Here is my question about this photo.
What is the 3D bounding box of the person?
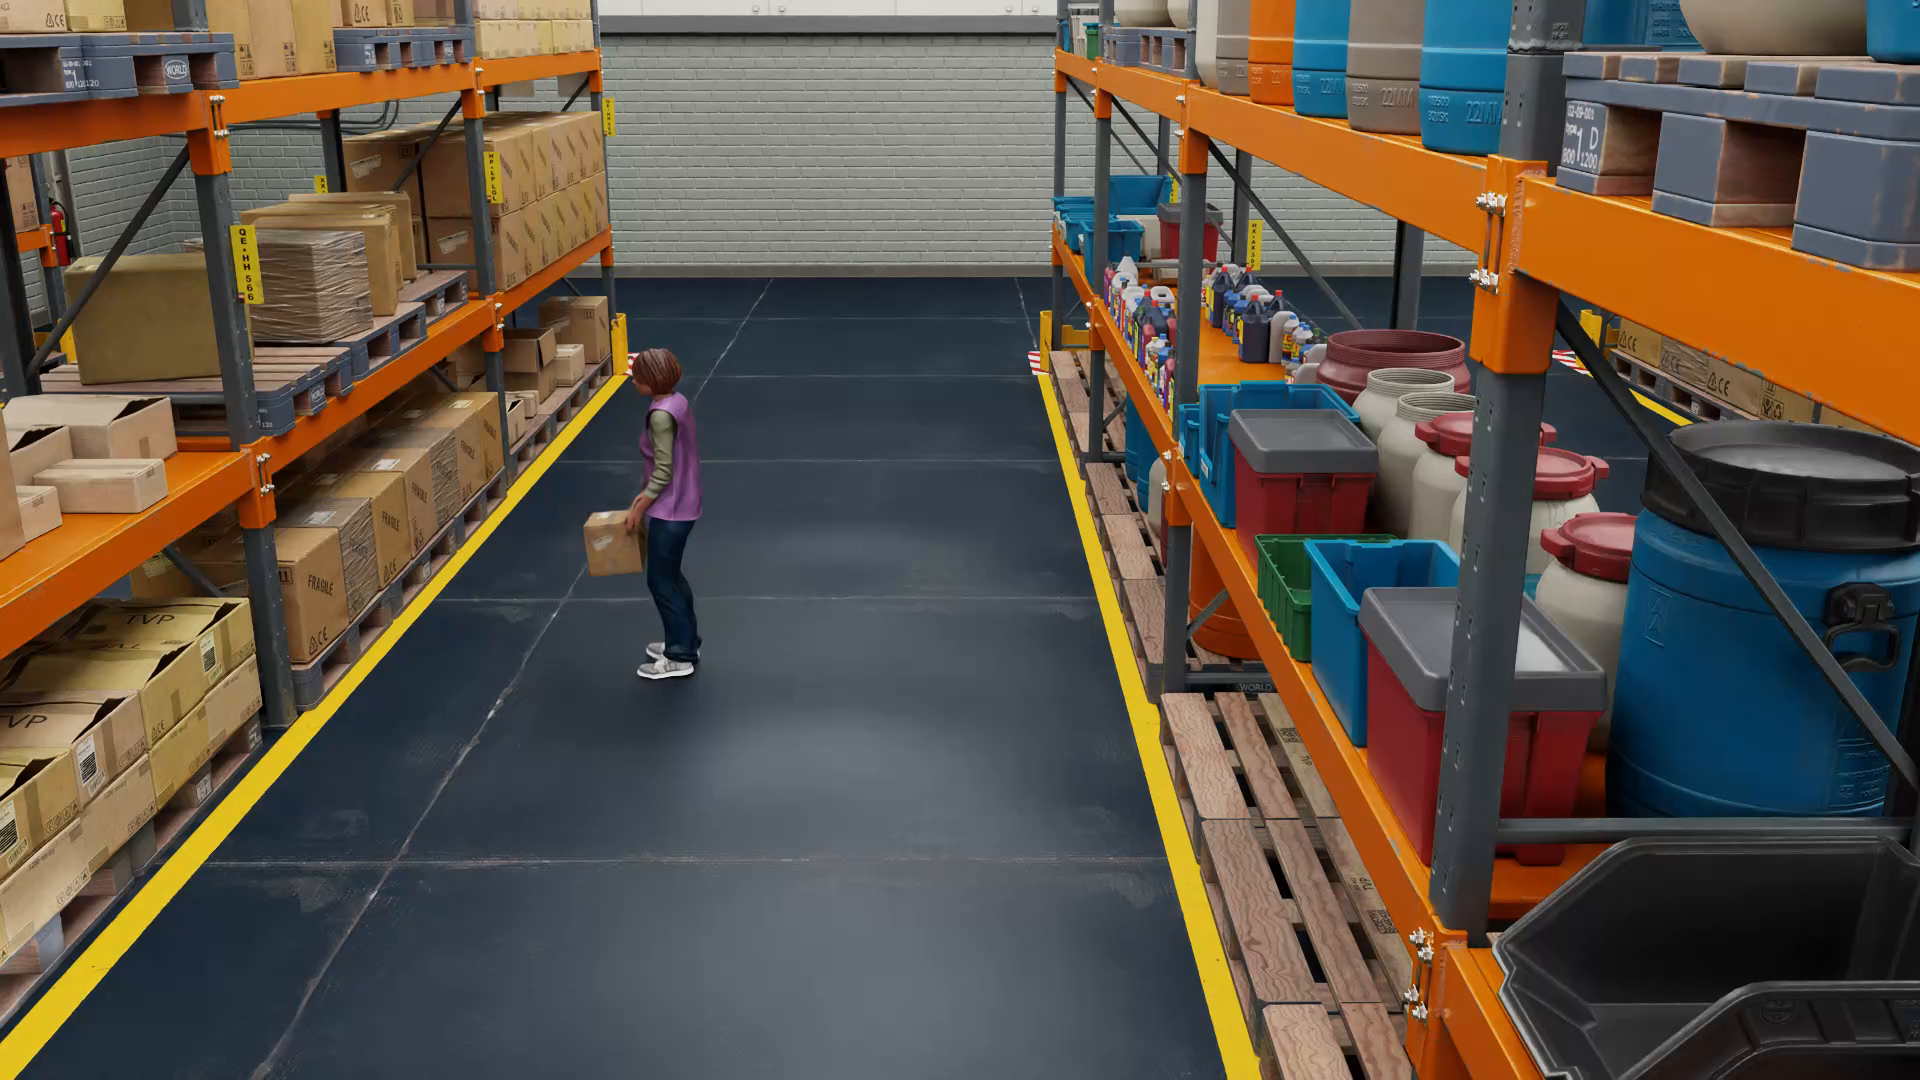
[{"bbox_3d":[-1.415,-0.131,7.971,0.359,1.601,0.446,-1,17,-2],"label":"person"}]
